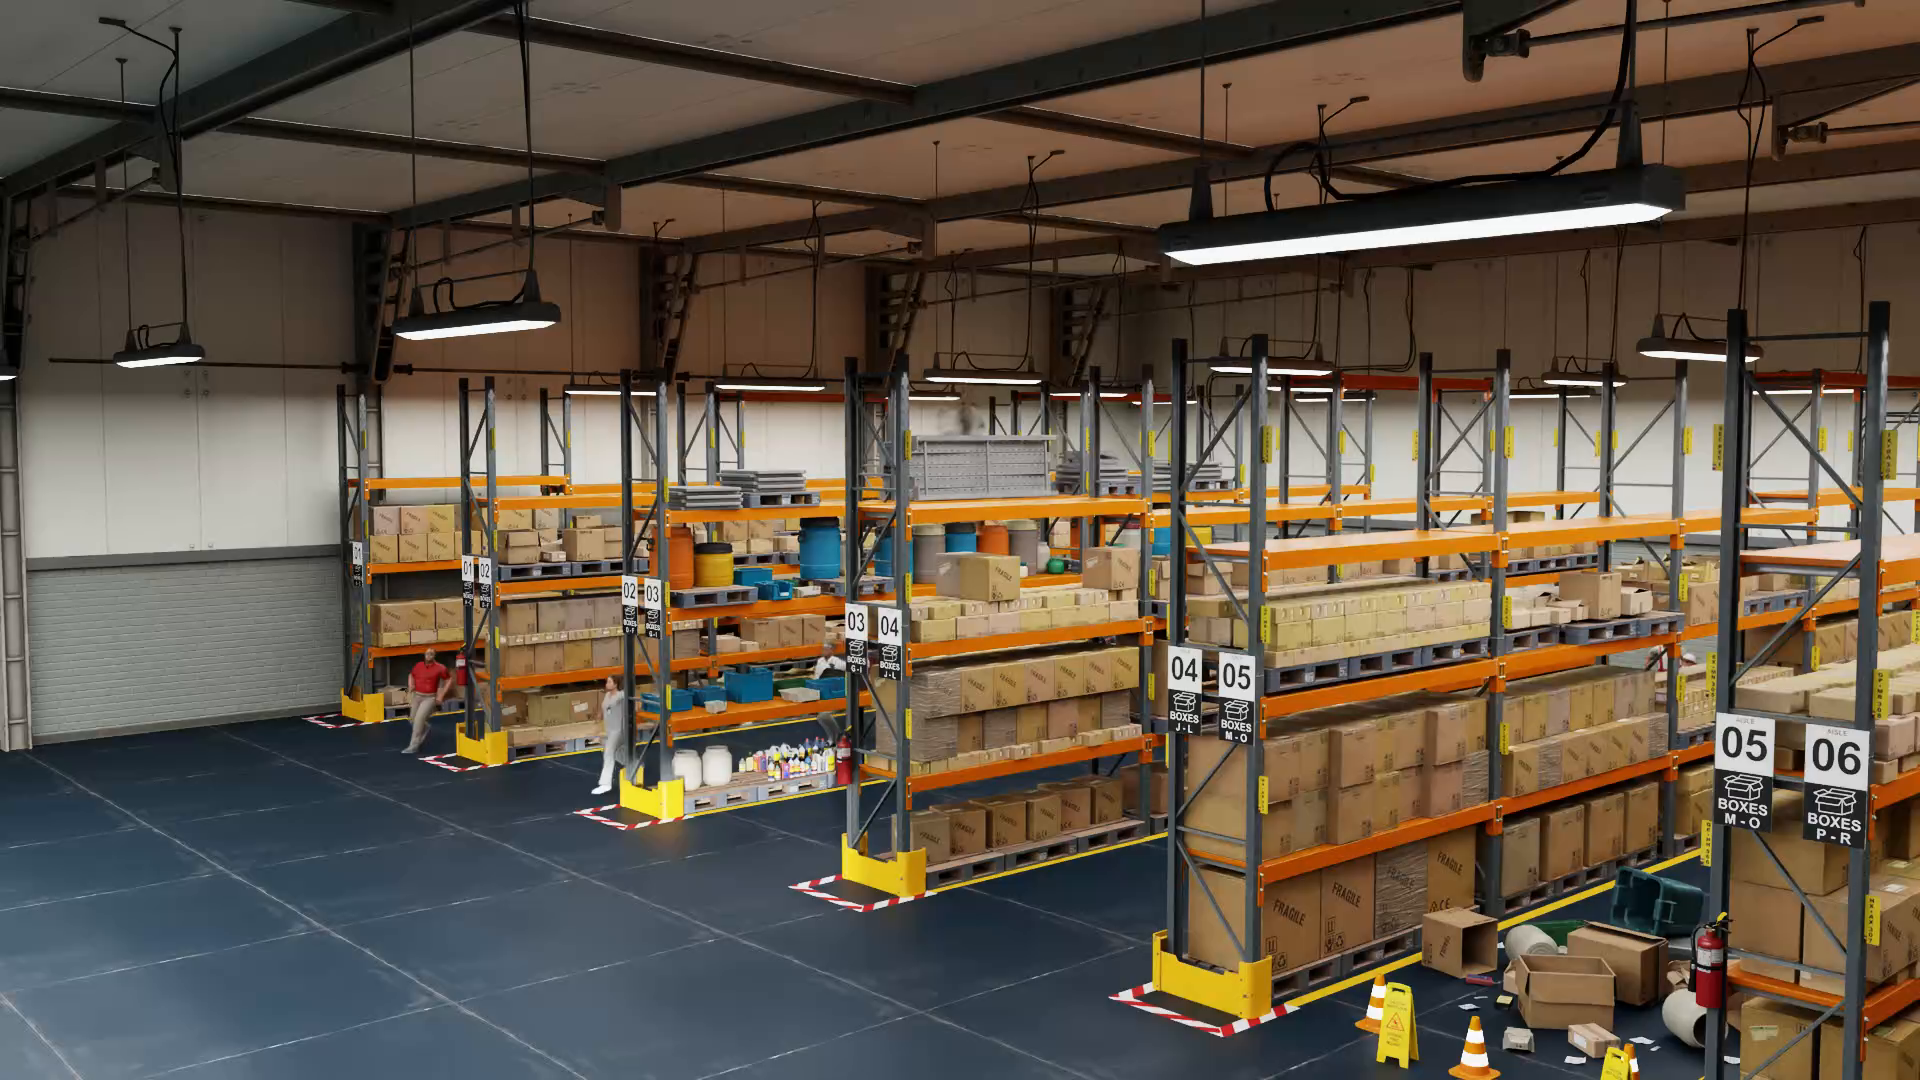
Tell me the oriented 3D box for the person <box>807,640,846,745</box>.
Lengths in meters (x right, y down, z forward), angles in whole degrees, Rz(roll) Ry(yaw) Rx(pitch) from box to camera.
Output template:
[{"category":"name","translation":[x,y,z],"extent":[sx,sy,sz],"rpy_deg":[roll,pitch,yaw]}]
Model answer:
[{"category":"person","translation":[-2.191,2.501,27.099],"extent":[0.640,1.739,0.645],"rpy_deg":[3,5,39]}]

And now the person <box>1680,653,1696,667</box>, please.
[{"category":"person","translation":[11.125,2.608,25.432],"extent":[0.632,1.752,0.696],"rpy_deg":[-2,4,-33]}]

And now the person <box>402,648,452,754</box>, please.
[{"category":"person","translation":[-8.587,2.569,26.821],"extent":[0.719,1.673,0.845],"rpy_deg":[1,4,11]}]

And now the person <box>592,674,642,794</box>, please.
[{"category":"person","translation":[-4.925,2.744,23.884],"extent":[0.613,1.662,0.982],"rpy_deg":[3,5,42]}]

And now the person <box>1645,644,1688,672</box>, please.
[{"category":"person","translation":[12.146,2.411,28.460],"extent":[0.714,1.793,0.828],"rpy_deg":[1,4,11]}]
